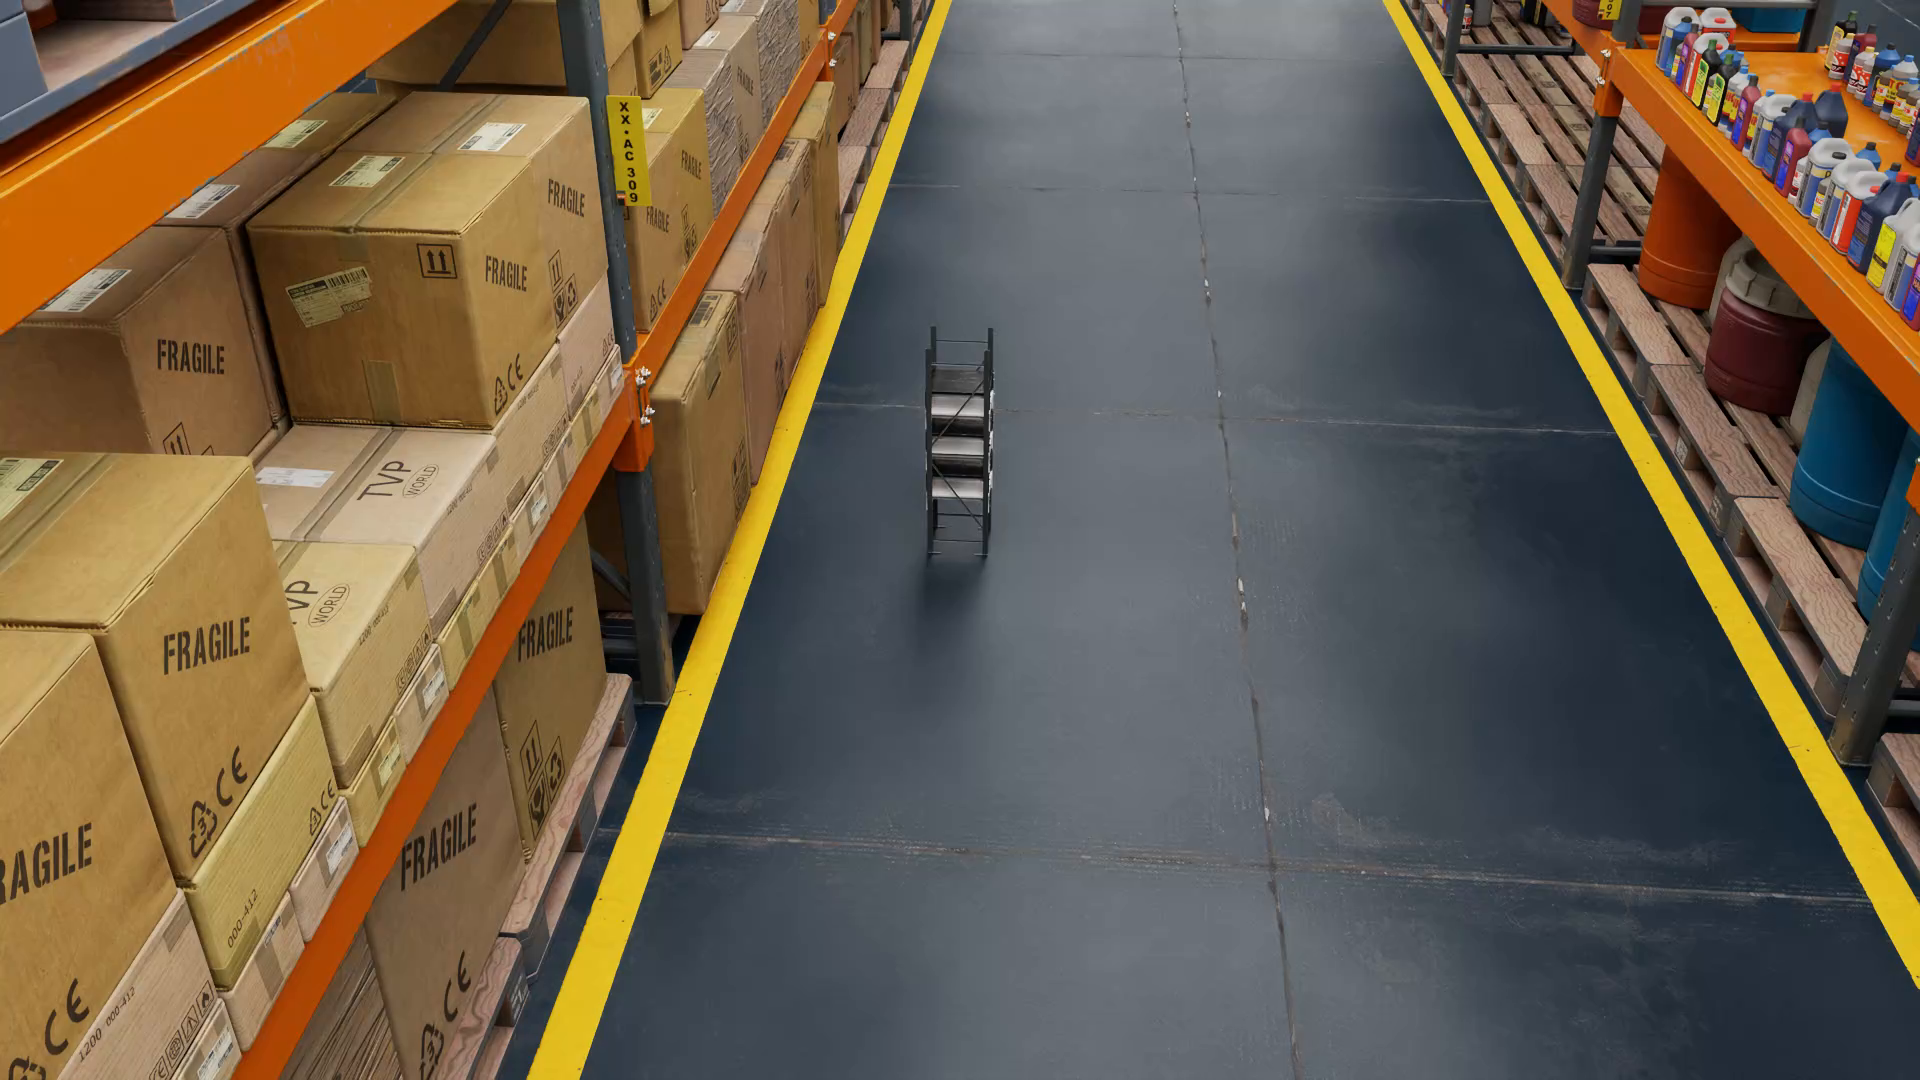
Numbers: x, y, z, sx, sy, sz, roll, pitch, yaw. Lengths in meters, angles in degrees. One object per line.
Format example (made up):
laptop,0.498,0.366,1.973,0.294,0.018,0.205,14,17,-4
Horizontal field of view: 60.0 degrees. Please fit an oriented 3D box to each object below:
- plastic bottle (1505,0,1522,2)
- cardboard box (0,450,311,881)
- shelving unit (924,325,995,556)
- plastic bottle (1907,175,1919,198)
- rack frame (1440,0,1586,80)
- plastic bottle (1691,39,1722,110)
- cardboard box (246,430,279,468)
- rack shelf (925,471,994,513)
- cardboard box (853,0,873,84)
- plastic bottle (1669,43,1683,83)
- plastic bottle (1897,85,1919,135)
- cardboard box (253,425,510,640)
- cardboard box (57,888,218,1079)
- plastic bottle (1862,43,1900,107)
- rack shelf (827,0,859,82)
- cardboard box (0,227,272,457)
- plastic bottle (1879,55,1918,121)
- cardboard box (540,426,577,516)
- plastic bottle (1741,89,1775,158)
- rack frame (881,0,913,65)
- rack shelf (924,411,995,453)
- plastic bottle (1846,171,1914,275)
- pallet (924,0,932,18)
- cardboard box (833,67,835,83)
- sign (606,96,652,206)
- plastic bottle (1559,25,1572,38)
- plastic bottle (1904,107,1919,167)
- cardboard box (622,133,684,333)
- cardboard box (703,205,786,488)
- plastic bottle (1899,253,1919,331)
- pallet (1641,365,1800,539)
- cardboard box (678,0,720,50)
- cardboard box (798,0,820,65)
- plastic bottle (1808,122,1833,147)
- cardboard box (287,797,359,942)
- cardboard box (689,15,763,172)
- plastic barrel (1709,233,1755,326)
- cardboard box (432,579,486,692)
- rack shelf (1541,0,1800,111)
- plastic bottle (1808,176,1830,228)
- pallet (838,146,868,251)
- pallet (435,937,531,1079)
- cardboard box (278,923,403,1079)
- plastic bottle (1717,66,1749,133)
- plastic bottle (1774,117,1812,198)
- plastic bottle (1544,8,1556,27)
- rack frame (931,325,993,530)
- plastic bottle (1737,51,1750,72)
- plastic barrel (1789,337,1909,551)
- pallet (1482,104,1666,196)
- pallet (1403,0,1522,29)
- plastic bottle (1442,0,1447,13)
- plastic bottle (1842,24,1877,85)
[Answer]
plastic bottle,4.457,-4.462,13.308,0.152,0.276,0.135,2,32,4
cardboard box,-1.452,0.193,2.722,0.500,0.500,0.500,2,32,3
shelving unit,-0.001,-0.379,6.507,0.258,0.900,0.210,2,32,4
plastic bottle,3.332,-1.157,5.891,0.097,0.271,0.097,0,32,0
rack frame,4.077,-4.716,11.543,1.000,3.000,0.127,2,32,4
plastic bottle,3.300,-2.052,7.332,0.061,0.283,0.133,2,32,4
cardboard box,-1.892,-0.041,3.817,0.500,0.250,0.500,3,32,5
rack shelf,-0.001,-0.197,6.619,0.258,0.077,0.200,2,32,4
cardboard box,-0.989,-3.482,11.504,0.700,0.500,0.500,2,32,4
plastic bottle,3.349,-2.217,7.677,0.097,0.201,0.097,0,32,0
plastic bottle,4.050,-1.824,7.040,0.097,0.201,0.097,0,32,0
cardboard box,-1.366,-0.027,3.794,0.500,0.250,0.500,3,32,5
cardboard box,-1.493,0.773,2.496,0.500,0.250,0.500,2,32,3
plastic bottle,4.081,-2.057,7.352,0.097,0.271,0.097,0,32,0
rack shelf,-1.022,-3.575,10.378,1.077,0.370,4.000,2,32,4
cardboard box,-1.890,-0.357,3.615,0.500,0.500,0.500,1,32,2
plastic bottle,4.065,-1.956,7.187,0.097,0.271,0.097,0,32,0
cardboard box,-1.251,-0.195,4.446,0.380,0.149,0.250,2,32,3
plastic bottle,3.263,-1.693,6.761,0.097,0.271,0.097,0,32,0
rack frame,-0.860,-4.927,11.886,1.000,3.000,0.127,2,32,4
rack shelf,-0.001,-0.427,6.477,0.258,0.077,0.200,2,32,4
plastic bottle,3.189,-1.103,5.727,0.144,0.351,0.185,2,32,4
pallet,-0.743,-4.732,14.228,1.003,0.211,1.213,2,32,4
cardboard box,-1.118,-2.601,10.074,0.700,0.500,0.500,0,32,0
sign,-0.958,-1.123,4.813,0.100,0.325,0.005,2,32,4
plastic bottle,4.540,-3.889,12.383,0.097,0.271,0.097,0,32,0
plastic bottle,3.892,-1.656,6.690,0.061,0.283,0.133,2,32,4
cardboard box,-1.224,-1.016,5.445,0.500,0.500,0.500,3,32,4
cardboard box,-1.407,-0.821,6.848,1.225,0.875,0.875,1,32,2
plastic bottle,3.109,-0.826,5.342,0.061,0.283,0.133,2,32,4
pallet,3.627,-0.387,7.176,1.003,0.211,1.213,2,32,4
cardboard box,-1.365,-2.232,6.461,0.797,0.503,0.637,3,32,6
cardboard box,-0.978,-2.610,8.030,0.500,0.500,0.500,3,32,5
plastic bottle,3.290,-1.473,6.404,0.097,0.271,0.097,0,32,0
cardboard box,-1.377,0.611,3.140,0.380,0.149,0.250,2,32,3
cardboard box,-1.106,-1.811,6.735,0.500,0.500,0.500,3,32,5
plastic barrel,3.772,-1.188,7.790,0.421,0.512,0.421,0,32,0
cardboard box,-1.314,0.208,3.792,0.380,0.149,0.250,2,32,3
rack shelf,3.914,-3.364,10.035,1.077,0.370,4.000,2,32,4
plastic bottle,3.199,-1.255,6.116,0.097,0.201,0.097,0,32,0
pallet,-1.120,-2.057,9.887,1.003,0.211,1.213,2,32,4
pallet,-1.748,1.477,4.152,1.003,0.211,1.213,2,32,4
cardboard box,-1.790,1.259,3.472,0.875,0.875,0.875,2,32,4
plastic bottle,3.290,-1.865,7.040,0.097,0.271,0.097,0,32,0
plastic bottle,3.209,-1.472,6.391,0.061,0.283,0.133,2,32,4
plastic bottle,4.539,-4.062,12.658,0.152,0.276,0.135,4,32,6
rack frame,0.008,-0.432,6.593,0.240,0.900,0.006,2,32,4
plastic bottle,3.482,-2.089,7.471,0.097,0.201,0.097,0,32,0
plastic barrel,3.545,-0.472,6.256,0.600,0.901,0.708,2,32,4
pallet,3.955,-2.477,10.567,1.003,0.211,1.213,2,32,4
pallet,4.270,-4.518,13.879,1.003,0.211,1.213,2,32,4
plastic bottle,3.829,-4.283,13.010,0.061,0.283,0.133,5,32,7
plastic bottle,4.125,-2.224,7.611,0.061,0.283,0.133,2,32,4
